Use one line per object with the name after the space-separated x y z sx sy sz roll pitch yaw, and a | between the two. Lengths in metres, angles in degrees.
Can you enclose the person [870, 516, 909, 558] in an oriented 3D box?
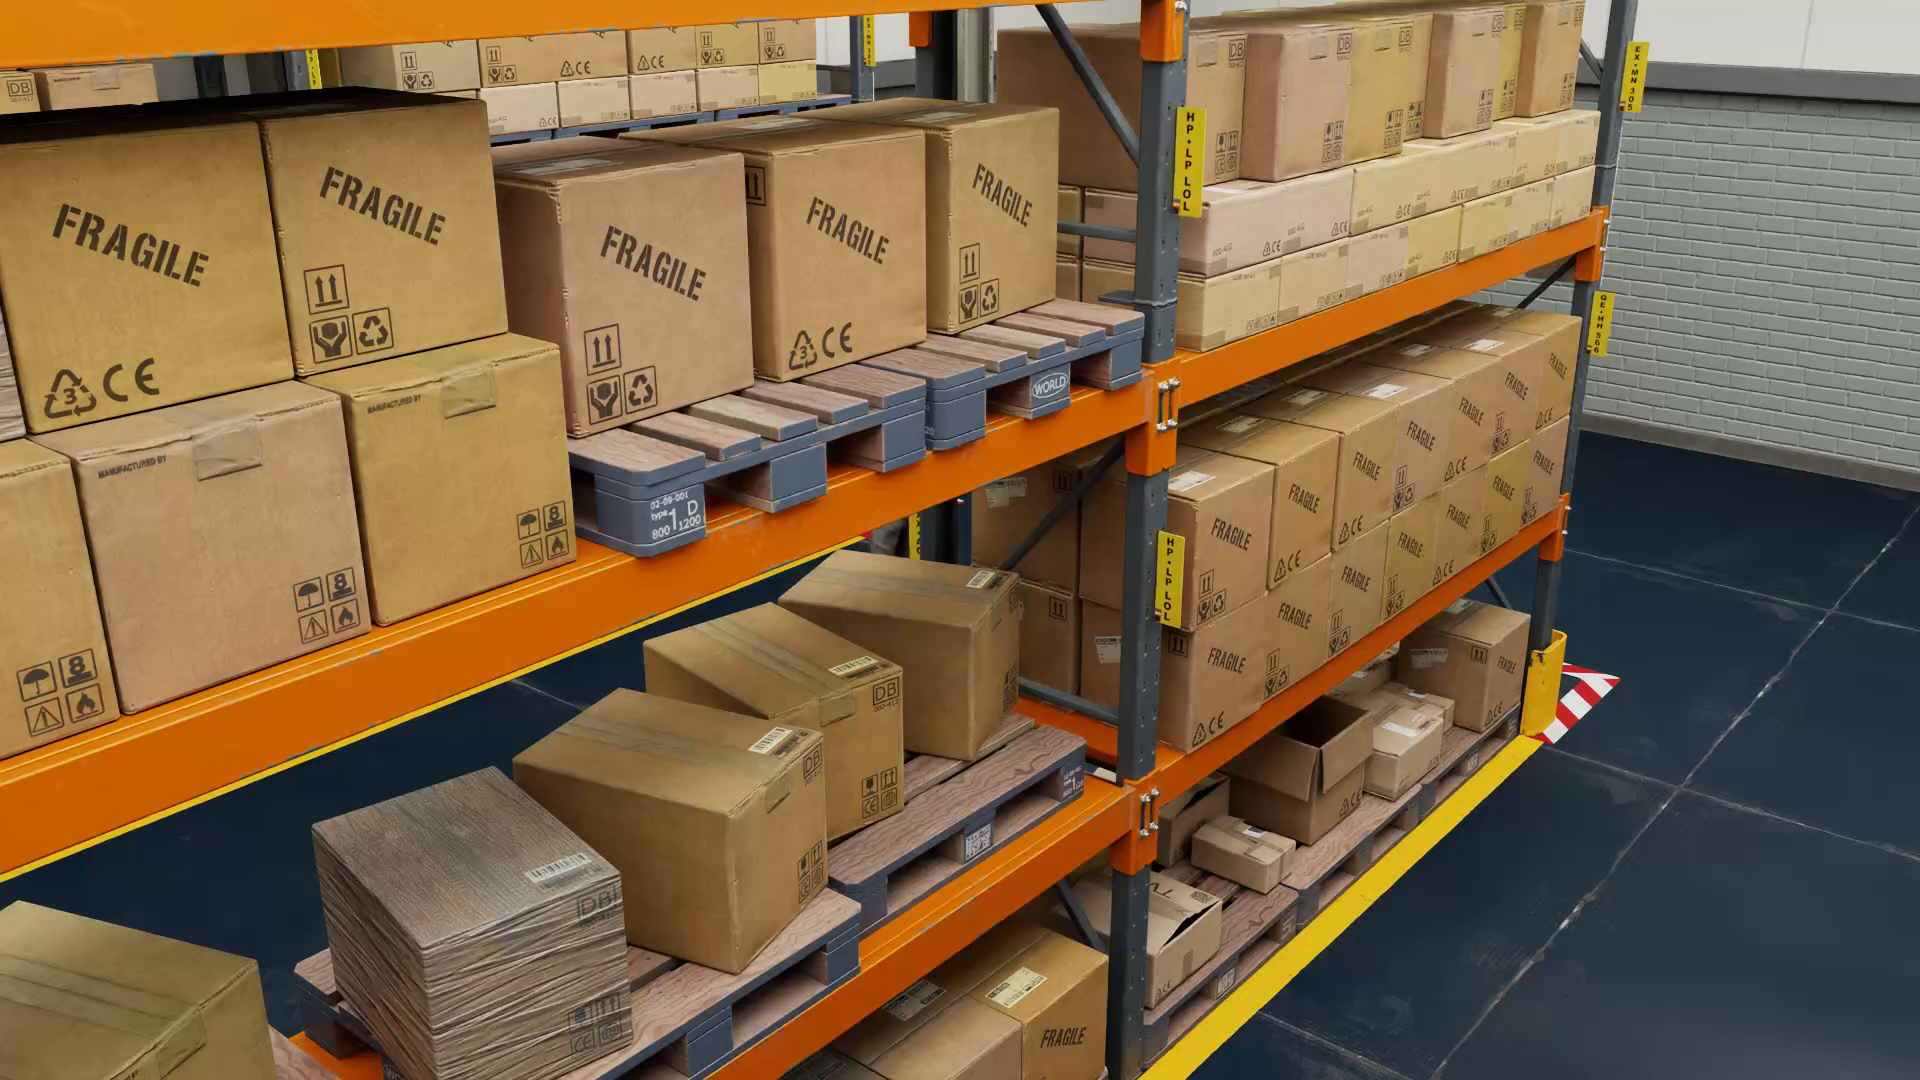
-0.394 -0.157 10.051 0.302 1.577 0.409 17 26 38 | person
